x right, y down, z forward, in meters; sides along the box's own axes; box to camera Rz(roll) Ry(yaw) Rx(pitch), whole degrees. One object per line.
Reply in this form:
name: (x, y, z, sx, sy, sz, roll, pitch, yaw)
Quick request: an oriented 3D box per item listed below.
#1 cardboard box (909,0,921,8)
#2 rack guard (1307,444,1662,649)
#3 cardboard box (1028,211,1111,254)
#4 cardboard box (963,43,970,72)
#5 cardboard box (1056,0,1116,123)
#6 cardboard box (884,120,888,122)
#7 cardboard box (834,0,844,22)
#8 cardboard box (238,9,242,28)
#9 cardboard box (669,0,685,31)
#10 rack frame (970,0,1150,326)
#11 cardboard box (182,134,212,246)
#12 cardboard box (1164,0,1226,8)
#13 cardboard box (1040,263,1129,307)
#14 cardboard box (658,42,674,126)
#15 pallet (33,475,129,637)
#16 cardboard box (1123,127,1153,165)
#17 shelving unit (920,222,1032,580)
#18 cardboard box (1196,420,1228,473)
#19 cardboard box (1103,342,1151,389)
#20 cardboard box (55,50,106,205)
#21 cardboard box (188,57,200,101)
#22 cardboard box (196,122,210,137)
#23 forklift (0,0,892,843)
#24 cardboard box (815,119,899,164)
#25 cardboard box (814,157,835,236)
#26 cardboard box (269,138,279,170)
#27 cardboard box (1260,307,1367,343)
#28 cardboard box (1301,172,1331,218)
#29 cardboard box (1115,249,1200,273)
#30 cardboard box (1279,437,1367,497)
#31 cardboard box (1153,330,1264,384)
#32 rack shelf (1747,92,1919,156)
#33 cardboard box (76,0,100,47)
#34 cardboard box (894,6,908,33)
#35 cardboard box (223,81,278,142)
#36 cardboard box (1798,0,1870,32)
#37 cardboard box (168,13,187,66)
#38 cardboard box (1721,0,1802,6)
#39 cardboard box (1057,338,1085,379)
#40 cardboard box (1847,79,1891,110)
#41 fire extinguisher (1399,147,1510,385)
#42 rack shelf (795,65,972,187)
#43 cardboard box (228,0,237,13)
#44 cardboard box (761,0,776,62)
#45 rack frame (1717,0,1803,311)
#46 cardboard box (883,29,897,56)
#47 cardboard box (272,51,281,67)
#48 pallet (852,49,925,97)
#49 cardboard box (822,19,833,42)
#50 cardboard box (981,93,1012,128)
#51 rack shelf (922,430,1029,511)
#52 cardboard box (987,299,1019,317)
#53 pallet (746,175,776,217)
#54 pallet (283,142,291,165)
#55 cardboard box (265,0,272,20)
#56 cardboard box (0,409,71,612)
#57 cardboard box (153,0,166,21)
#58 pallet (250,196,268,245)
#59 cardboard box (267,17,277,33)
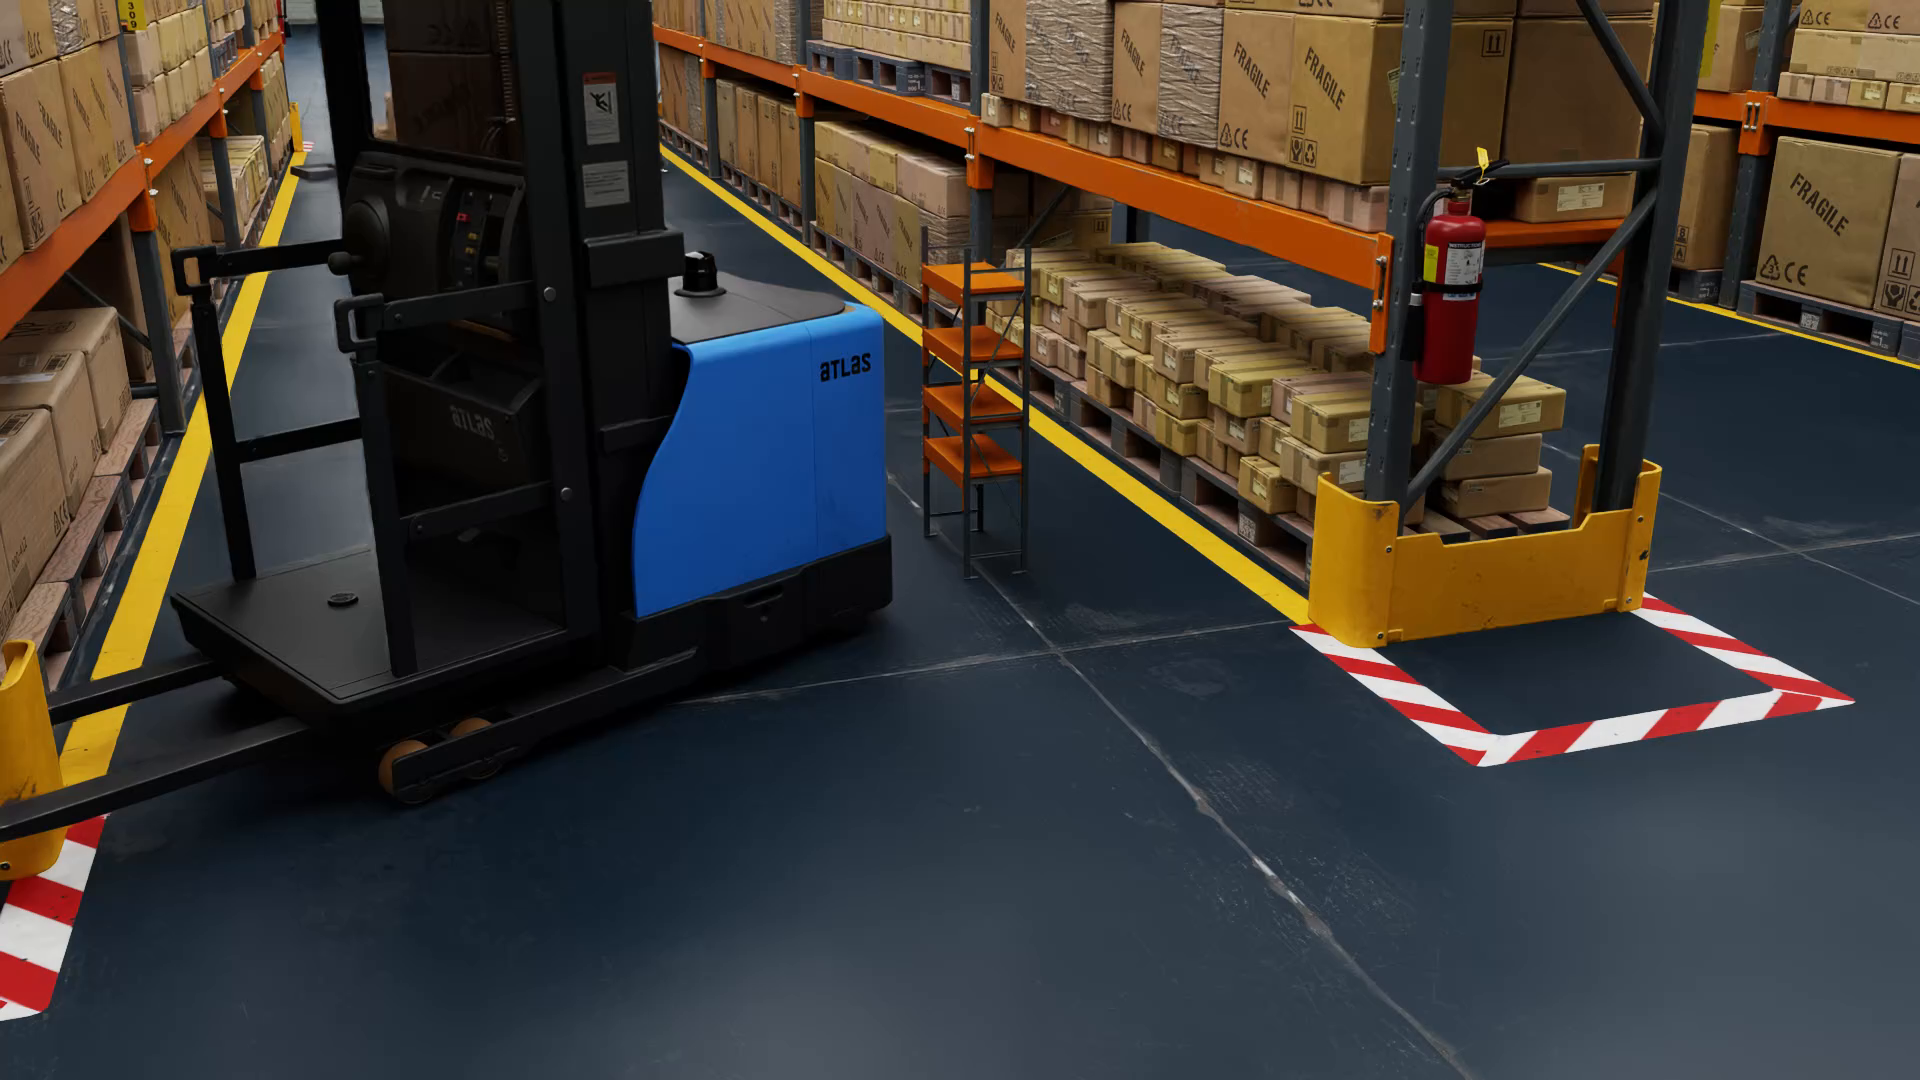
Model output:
cardboard box: (-0.086, -3.228, 9.836, 0.380, 0.149, 0.250, -7, 21, -19)
rack guard: (1.780, 0.008, 5.654, 1.175, 0.500, 0.348, -6, 21, -17)
cardboard box: (0.566, -1.714, 9.828, 0.500, 0.500, 0.500, -6, 20, -15)
cardboard box: (0.234, -2.613, 9.005, 0.380, 0.149, 0.250, -7, 21, -18)
cardboard box: (0.749, -2.105, 7.253, 0.500, 0.500, 0.500, -7, 21, -18)
cardboard box: (-0.247, -2.894, 12.003, 0.500, 0.250, 0.500, -7, 21, -18)
cardboard box: (-0.662, -3.667, 11.500, 0.380, 0.149, 0.250, -5, 20, -15)
cardboard box: (-6.031, -4.215, 13.463, 0.380, 0.149, 0.250, -7, 21, -18)
cardboard box: (-2.610, -5.702, 17.632, 0.875, 0.550, 0.500, -6, 21, -17)
rack frame: (0.546, -2.428, 8.738, 1.000, 3.000, 0.127, -6, 21, -17)
cardboard box: (-5.240, -2.120, 10.403, 0.875, 0.875, 0.875, -7, 21, -18)
cardboard box: (1.092, -2.250, 6.178, 0.500, 0.500, 0.500, -5, 20, -14)
cardboard box: (0.615, -1.260, 8.204, 0.380, 0.149, 0.250, -7, 21, -18)
cardboard box: (-2.950, -5.266, 19.161, 0.875, 0.875, 0.875, -6, 21, -17)
pallet: (-3.569, 0.088, 5.860, 1.003, 0.211, 1.213, -6, 21, -17)
cardboard box: (0.913, -1.685, 7.042, 0.380, 0.149, 0.250, -6, 21, -15)
shelving unit: (0.052, -0.512, 6.066, 0.258, 1.200, 0.503, -6, 21, -17)
cardboard box: (1.172, -0.390, 6.662, 0.380, 0.149, 0.250, -6, 21, -17)
cardboard box: (0.851, -0.780, 7.307, 0.380, 0.149, 0.250, -6, 21, -17)
cardboard box: (-3.394, -1.470, 5.925, 0.500, 0.500, 0.500, -7, 21, -18)
cardboard box: (-4.654, -2.622, 9.501, 0.500, 0.250, 0.500, -7, 21, -18)
cardboard box: (-7.076, -3.854, 15.047, 0.500, 0.500, 0.500, -7, 21, -18)
forklift: (-1.624, -0.869, 4.501, 1.130, 2.935, 3.031, 19, 27, 41)
cardboard box: (-0.724, -2.838, 11.848, 0.500, 0.250, 0.500, -7, 21, -20)
cardboard box: (-0.731, -2.478, 11.955, 0.500, 0.500, 0.500, -7, 21, -20)
cardboard box: (-6.565, -3.558, 15.331, 0.500, 0.250, 0.500, -7, 21, -20)
cardboard box: (1.529, -0.904, 7.213, 0.380, 0.149, 0.250, -6, 21, -16)
cardboard box: (1.390, -1.184, 5.647, 0.380, 0.149, 0.250, -6, 21, -17)
cardboard box: (1.023, -1.399, 8.591, 0.380, 0.149, 0.250, -6, 21, -17)
cardboard box: (1.367, -0.279, 5.912, 0.380, 0.149, 0.250, -7, 21, -19)
cardboard box: (1.012, -0.749, 6.781, 0.380, 0.149, 0.250, -6, 21, -15)
rack shelf: (5.915, -1.942, 8.449, 1.077, 0.370, 4.000, -6, 21, -17)
cardboard box: (-3.559, -2.101, 6.202, 0.500, 0.500, 0.500, -7, 21, -18)
cardboard box: (-0.184, -3.176, 10.133, 0.380, 0.149, 0.250, -6, 21, -17)
cardboard box: (-6.565, -3.911, 15.205, 0.500, 0.500, 0.500, -5, 20, -15)
cardboard box: (5.195, -3.164, 9.459, 0.500, 0.500, 0.500, -6, 21, -17)
cardboard box: (-4.476, -2.696, 8.968, 0.500, 0.250, 0.500, -7, 21, -19)
cardboard box: (5.078, -3.645, 10.496, 0.797, 0.503, 0.637, -7, 21, -19)
cardboard box: (0.694, -0.897, 8.072, 0.380, 0.149, 0.250, -7, 21, -18)
cardboard box: (5.230, -2.505, 9.324, 0.380, 0.149, 0.250, -6, 21, -15)
fire extinguisher: (1.445, -0.802, 4.878, 0.296, 0.674, 0.183, -6, 21, -17)
rack shelf: (-0.082, -2.731, 10.646, 1.077, 0.370, 4.000, -6, 21, -17)
cardboard box: (-5.959, -4.372, 12.942, 0.500, 0.500, 0.500, -6, 21, -15)
cardboard box: (-1.263, -4.034, 13.063, 0.500, 0.500, 0.500, -6, 21, -17)
rack frame: (5.287, -2.922, 10.115, 1.000, 3.000, 0.127, -6, 21, -17)
cardboard box: (-0.263, -3.117, 10.407, 0.380, 0.149, 0.250, -7, 21, -19)
cardboard box: (-7.214, -4.942, 17.115, 0.380, 0.149, 0.250, -6, 21, -16)
pallet: (-0.050, -2.990, 10.587, 1.003, 0.211, 1.213, -6, 21, -17)
cardboard box: (-0.762, -3.626, 11.823, 0.380, 0.149, 0.250, -7, 21, -18)
cardboard box: (0.325, -2.184, 8.430, 0.380, 0.149, 0.250, -6, 21, -15)
rack shelf: (0.052, -0.261, 6.156, 0.258, 0.148, 0.480, -6, 21, -17)
cardboard box: (0.357, -1.273, 8.680, 0.380, 0.149, 0.250, -5, 20, -15)
pallet: (-1.267, -3.051, 14.598, 1.003, 0.211, 1.213, -6, 21, -17)
pallet: (-7.647, -4.119, 17.572, 1.003, 0.211, 1.213, -6, 21, -17)
cardboard box: (-7.154, -5.440, 16.537, 0.500, 0.500, 0.500, -6, 21, -17)
cardboard box: (-3.462, -0.071, 5.347, 0.875, 0.438, 0.875, -6, 21, -16)
cardboard box: (-4.328, -2.880, 8.371, 0.500, 0.500, 0.500, -7, 21, -19)
pallet: (-6.002, -2.482, 13.015, 1.003, 0.211, 1.213, -6, 21, -17)
cardboard box: (-7.217, -5.271, 17.026, 0.380, 0.149, 0.250, -6, 21, -16)
